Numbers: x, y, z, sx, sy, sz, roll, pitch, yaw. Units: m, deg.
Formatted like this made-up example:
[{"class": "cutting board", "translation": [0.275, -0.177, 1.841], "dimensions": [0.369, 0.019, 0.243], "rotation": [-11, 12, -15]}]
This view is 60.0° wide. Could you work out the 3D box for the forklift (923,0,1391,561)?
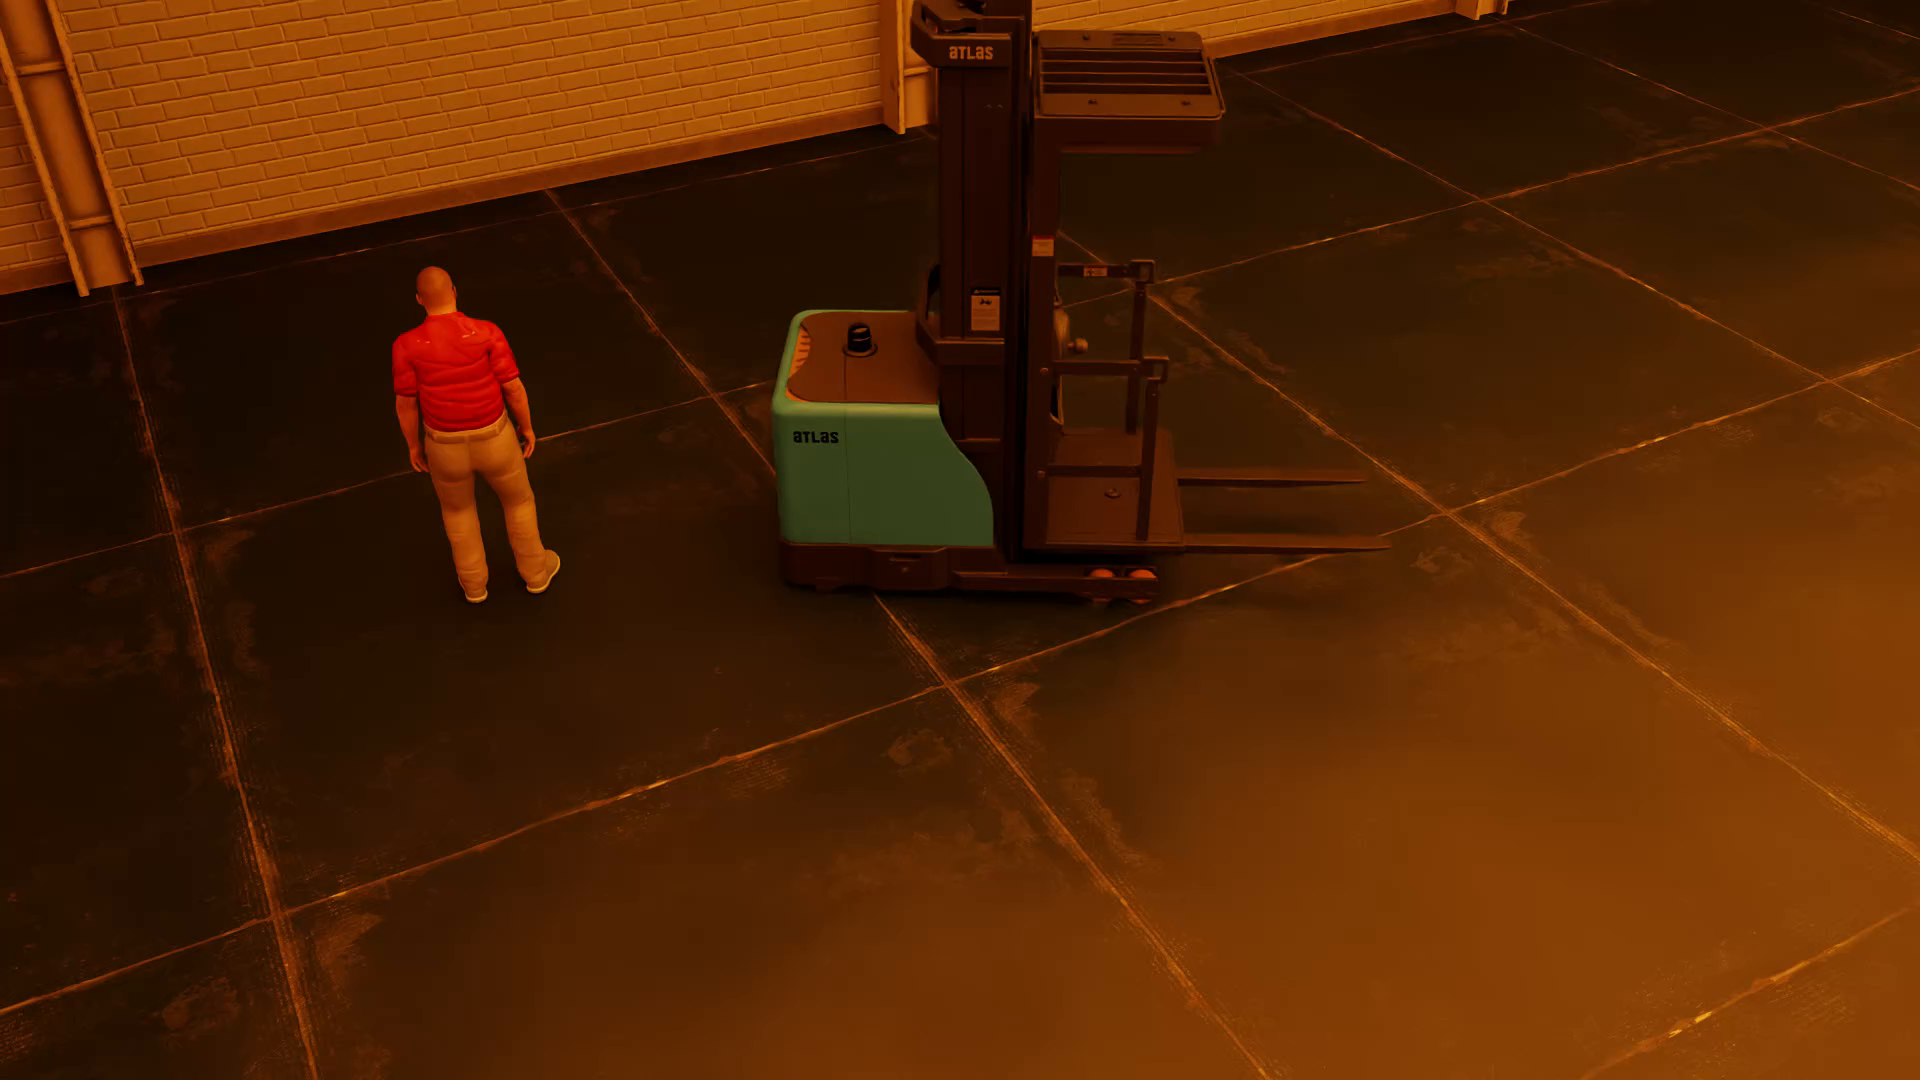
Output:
[{"class": "forklift", "translation": [0.702, -1.174, 7.839], "dimensions": [2.884, 2.867, 1.101], "rotation": [1, 35, 1]}]
